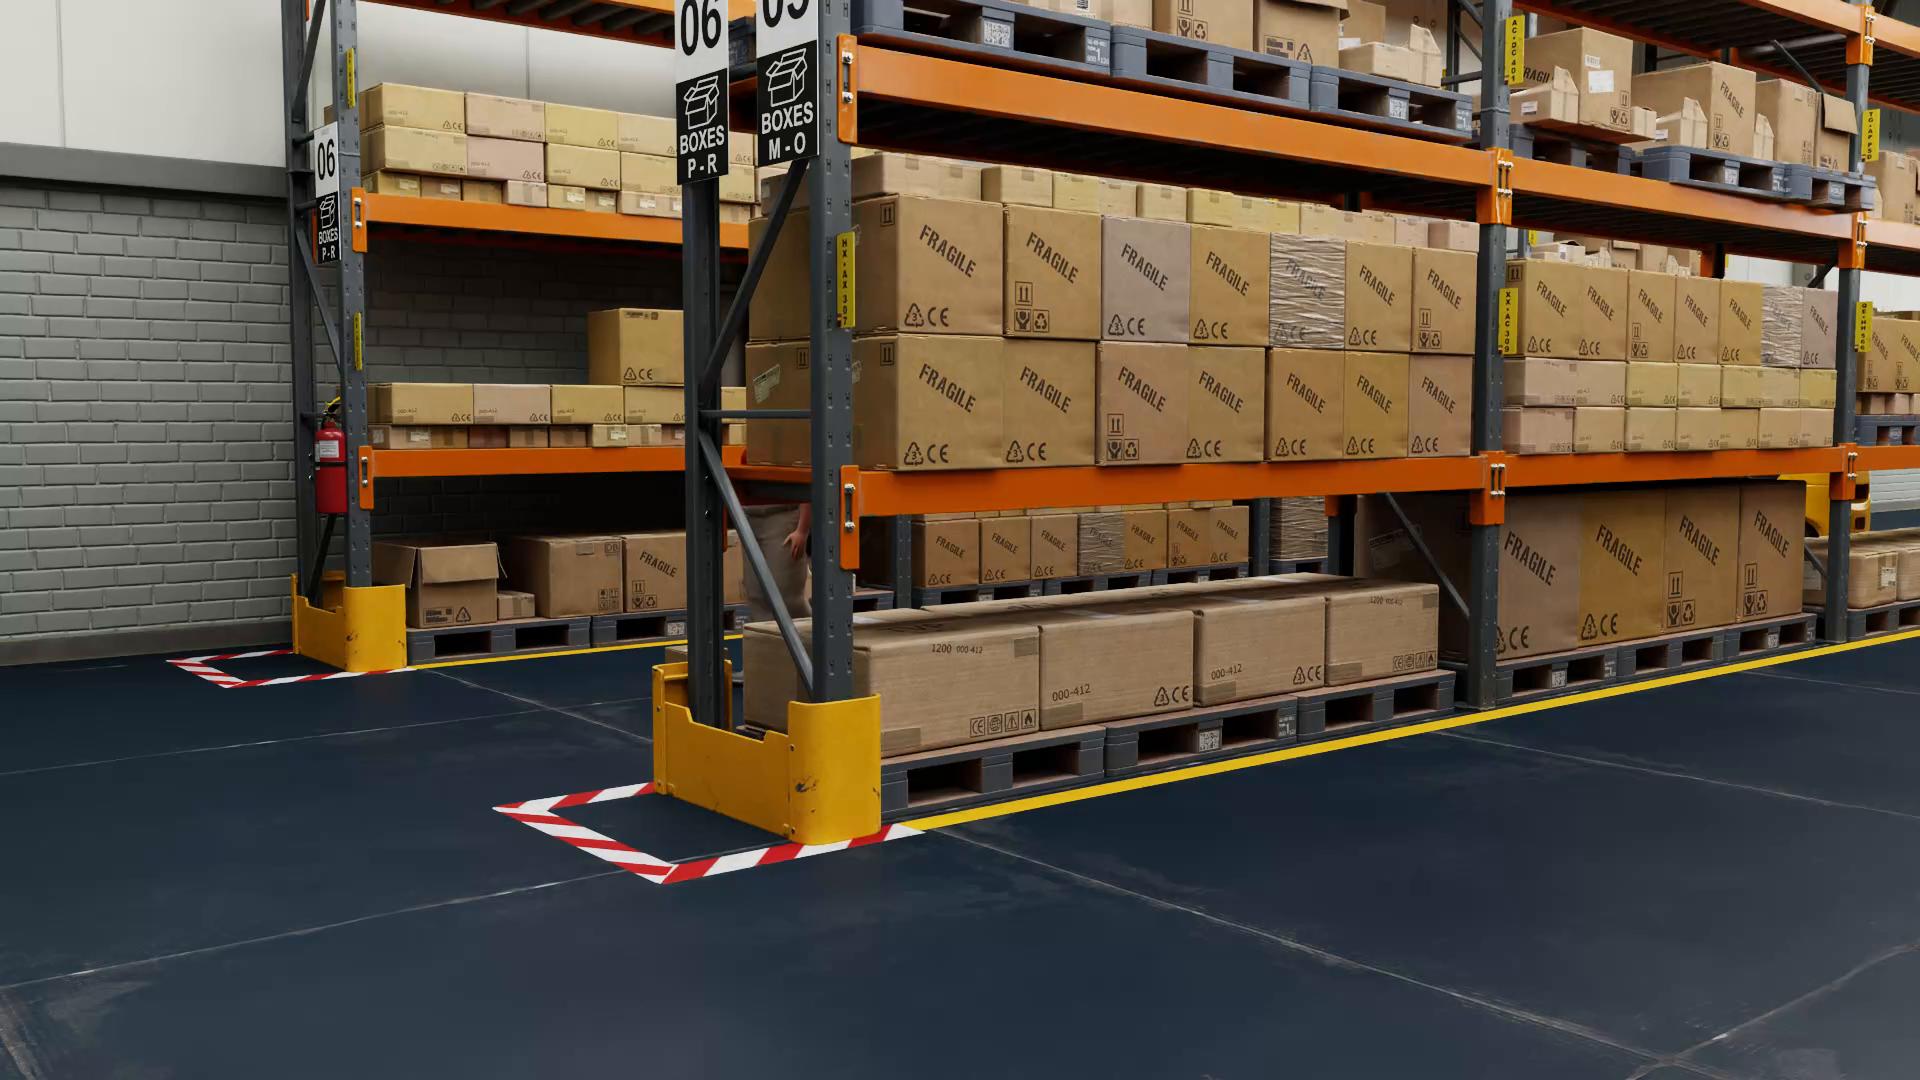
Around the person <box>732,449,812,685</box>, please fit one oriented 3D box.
[{"bbox_3d":[-1.044,-0.011,9.275,0.481,1.806,0.546,-3,5,-38],"label":"person"}]
